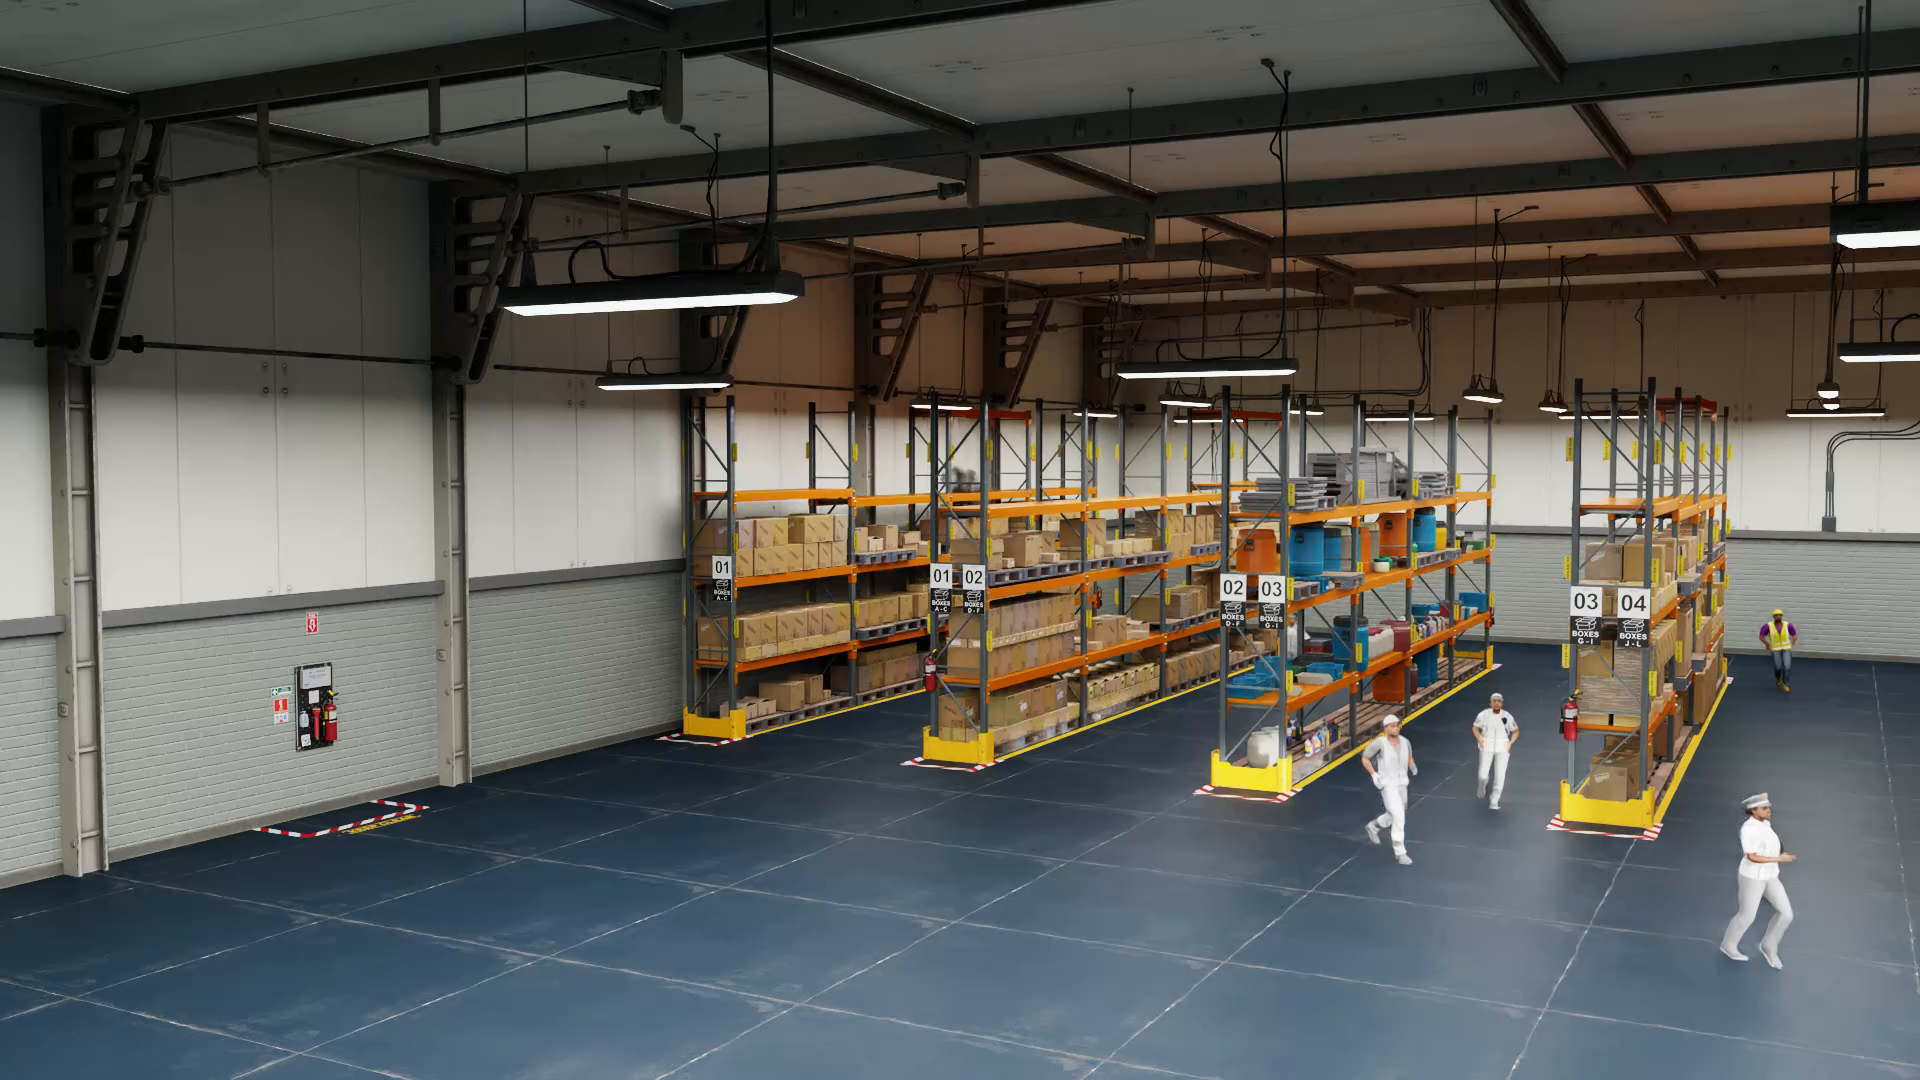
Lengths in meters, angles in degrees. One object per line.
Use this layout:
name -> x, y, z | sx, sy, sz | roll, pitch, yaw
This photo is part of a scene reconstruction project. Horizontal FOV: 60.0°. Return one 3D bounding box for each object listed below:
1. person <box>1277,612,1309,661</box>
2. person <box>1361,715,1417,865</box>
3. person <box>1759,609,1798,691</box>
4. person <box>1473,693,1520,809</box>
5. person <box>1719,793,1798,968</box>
person -> 6.864, 2.348, 34.386 | 0.594, 1.740, 0.712 | 1, 3, 24
person -> 5.319, 3.036, 20.508 | 0.643, 1.787, 0.877 | -1, 3, -23
person -> 17.234, 2.311, 34.980 | 0.719, 1.715, 0.616 | 1, 3, 15
person -> 7.568, 2.963, 23.482 | 0.628, 1.619, 0.562 | 1, 3, 17
person -> 7.782, 3.316, 16.157 | 0.564, 1.756, 0.712 | -2, 4, -34
